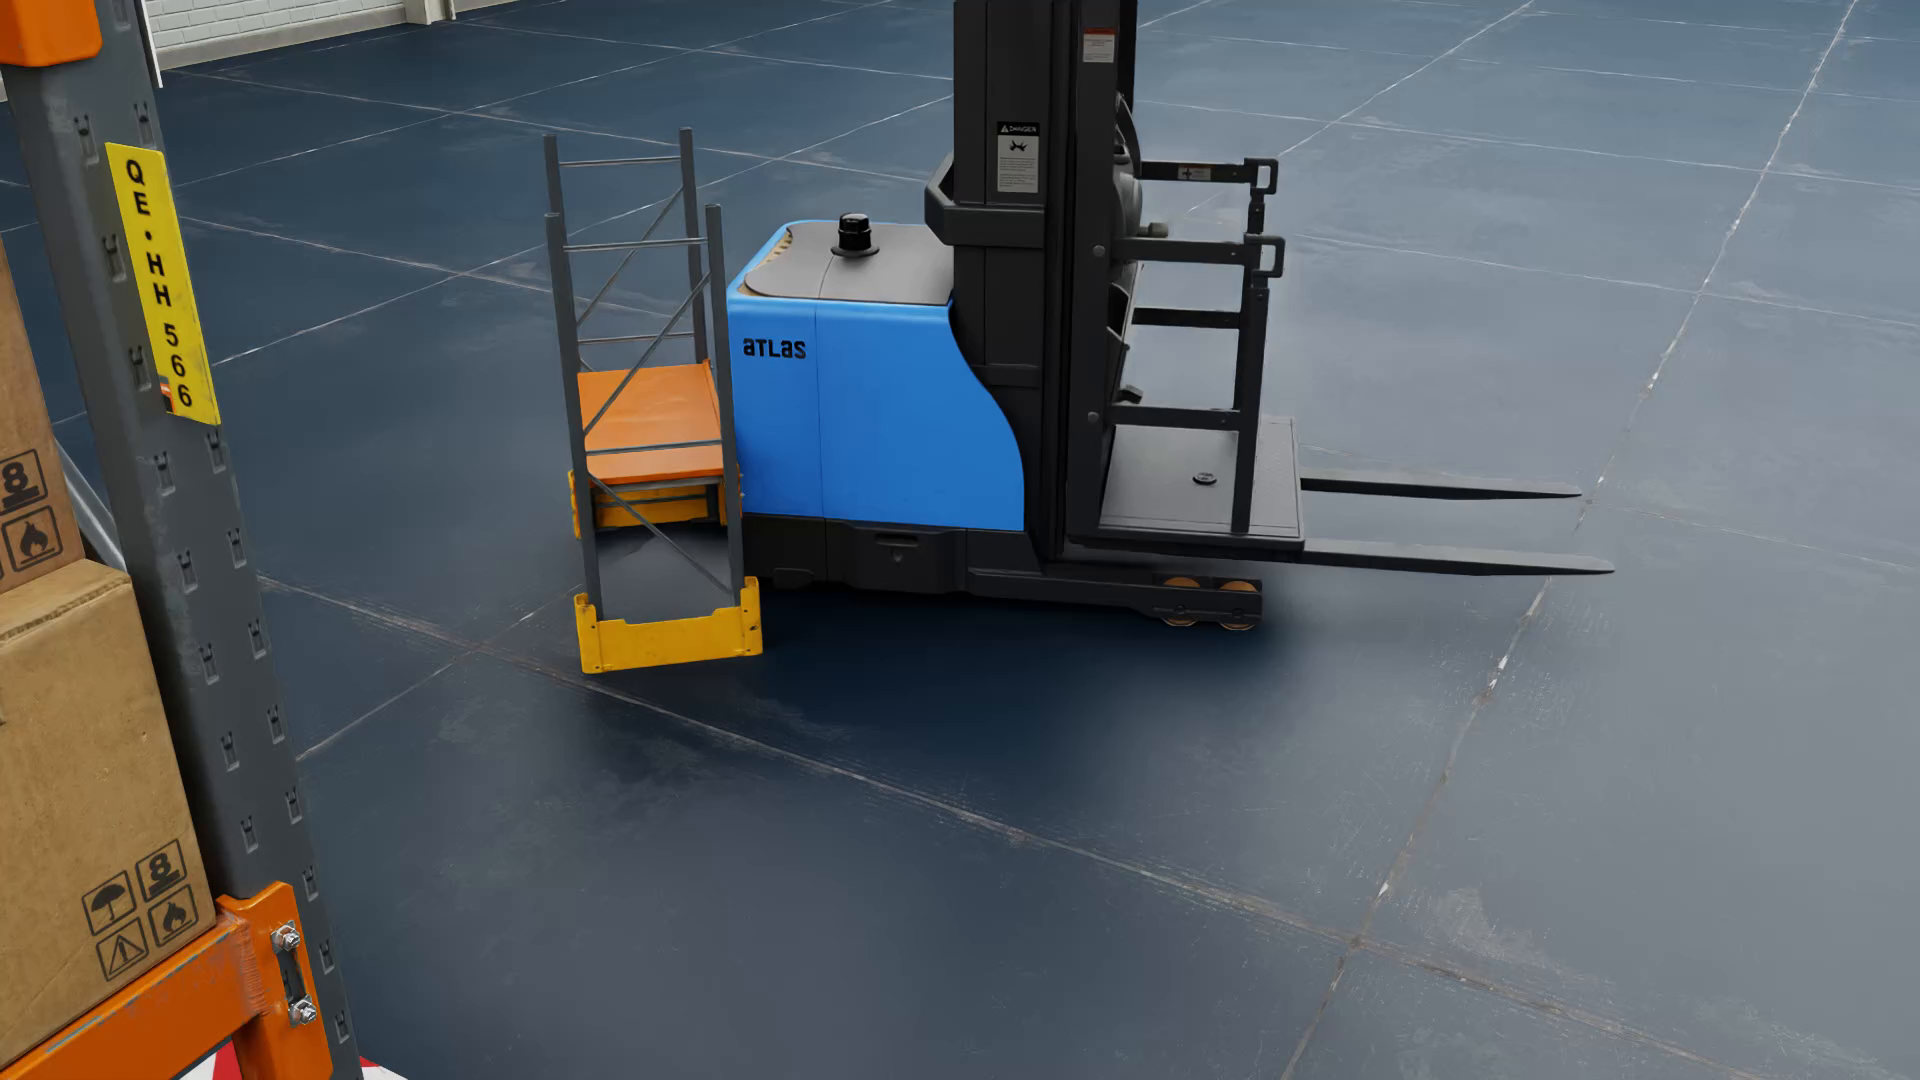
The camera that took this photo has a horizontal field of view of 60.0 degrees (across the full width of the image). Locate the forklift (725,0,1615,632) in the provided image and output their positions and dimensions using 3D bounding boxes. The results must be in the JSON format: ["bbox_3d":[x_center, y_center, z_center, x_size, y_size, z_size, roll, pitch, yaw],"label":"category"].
[{"bbox_3d":[0.739,-1.257,5.486,3.031,2.935,1.130,4,27,8],"label":"forklift"}]

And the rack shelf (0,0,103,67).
[{"bbox_3d":[-2.372,-0.033,0.418,1.077,0.370,4.000,14,30,26],"label":"rack shelf"}]

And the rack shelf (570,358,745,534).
[{"bbox_3d":[-1.059,-0.344,5.664,0.538,0.185,1.000,-6,27,-12],"label":"rack shelf"}]

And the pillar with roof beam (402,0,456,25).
[{"bbox_3d":[-1.547,-8.274,12.725,9.100,9.000,0.400,14,30,26],"label":"pillar with roof beam"}]

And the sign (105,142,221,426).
[{"bbox_3d":[-0.922,-0.292,1.924,0.100,0.325,0.005,14,30,26],"label":"sign"}]

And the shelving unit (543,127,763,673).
[{"bbox_3d":[-1.057,-0.501,5.576,0.587,1.500,1.083,-6,27,-12],"label":"shelving unit"}]

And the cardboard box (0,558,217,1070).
[{"bbox_3d":[-1.531,0.295,2.143,0.875,0.550,0.550,14,30,26],"label":"cardboard box"}]

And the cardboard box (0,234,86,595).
[{"bbox_3d":[-1.604,-0.207,1.938,0.875,0.550,0.550,14,30,26],"label":"cardboard box"}]

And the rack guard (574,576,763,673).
[{"bbox_3d":[-0.945,0.275,5.421,0.587,0.250,0.087,-6,27,-12],"label":"rack guard"}]

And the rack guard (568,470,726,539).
[{"bbox_3d":[-1.168,-0.159,6.289,0.587,0.250,0.087,-6,27,-12],"label":"rack guard"}]

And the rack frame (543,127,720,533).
[{"bbox_3d":[-1.172,-0.727,6.026,0.500,1.500,0.032,-6,27,-12],"label":"rack frame"}]

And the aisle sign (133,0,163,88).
[{"bbox_3d":[-1.092,-0.917,1.827,0.394,0.787,0.004,14,30,26],"label":"aisle sign"}]

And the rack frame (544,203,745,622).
[{"bbox_3d":[-0.945,-0.283,5.140,0.500,1.500,0.032,-6,27,-12],"label":"rack frame"}]

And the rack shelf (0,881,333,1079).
[{"bbox_3d":[-2.372,1.308,1.089,1.077,0.370,4.000,14,30,26],"label":"rack shelf"}]
